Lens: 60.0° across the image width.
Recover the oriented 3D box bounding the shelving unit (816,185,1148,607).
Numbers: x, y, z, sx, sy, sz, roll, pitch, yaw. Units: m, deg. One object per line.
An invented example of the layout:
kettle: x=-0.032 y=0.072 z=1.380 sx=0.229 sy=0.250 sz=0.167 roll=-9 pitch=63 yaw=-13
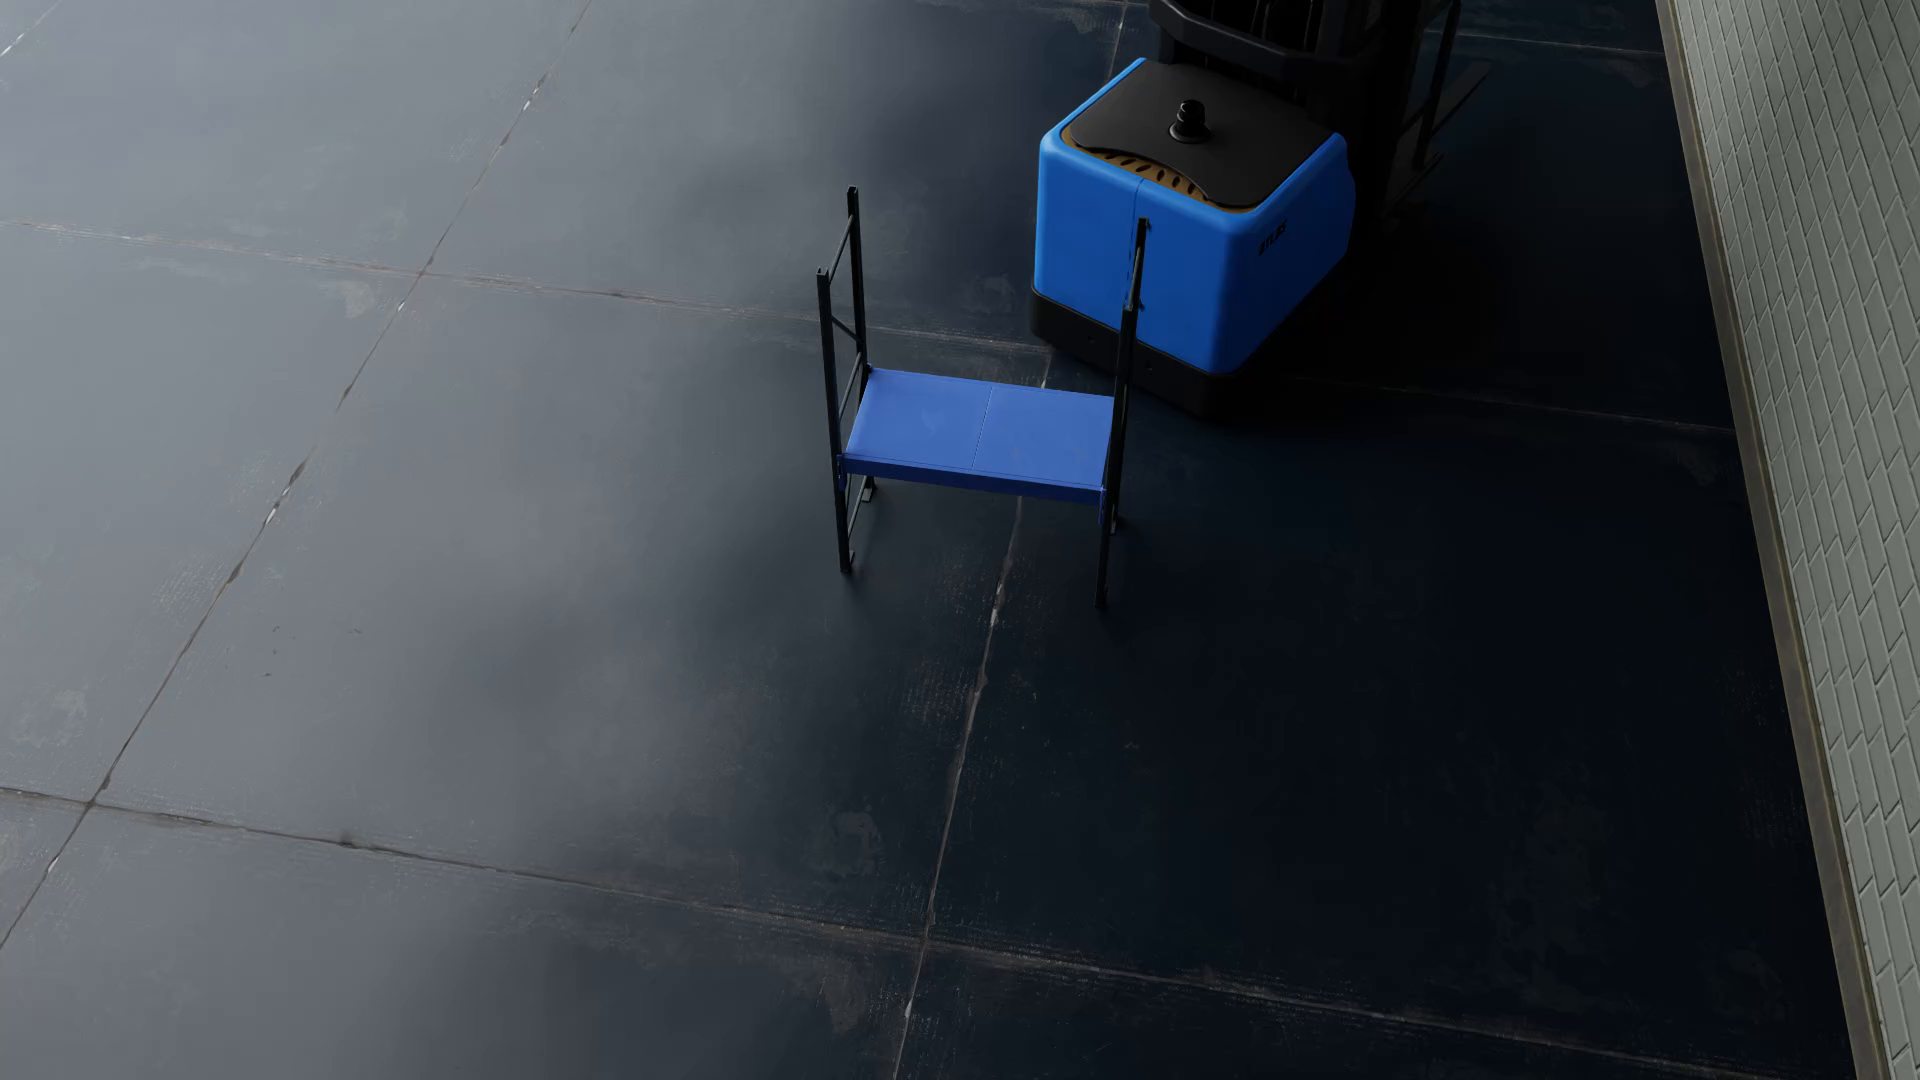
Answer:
shelving unit: x=0.084 y=-0.490 z=6.154 sx=1.048 sy=1.500 sz=0.538 roll=8 pitch=49 yaw=7

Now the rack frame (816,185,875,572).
rack frame: x=-0.416 y=-0.557 z=6.214 sx=0.032 sy=1.500 sz=0.500 roll=8 pitch=49 yaw=7

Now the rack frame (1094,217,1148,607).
rack frame: x=0.584 y=-0.423 z=6.094 sx=0.032 sy=1.500 sz=0.500 roll=8 pitch=49 yaw=7

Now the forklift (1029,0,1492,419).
forklift: x=1.593 y=-2.552 z=7.045 sx=1.130 sy=2.935 sz=3.031 roll=29 pitch=54 yaw=24

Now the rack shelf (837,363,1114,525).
rack shelf: x=0.084 y=-0.370 z=6.288 sx=1.000 sy=0.185 sz=0.538 roll=8 pitch=49 yaw=7
